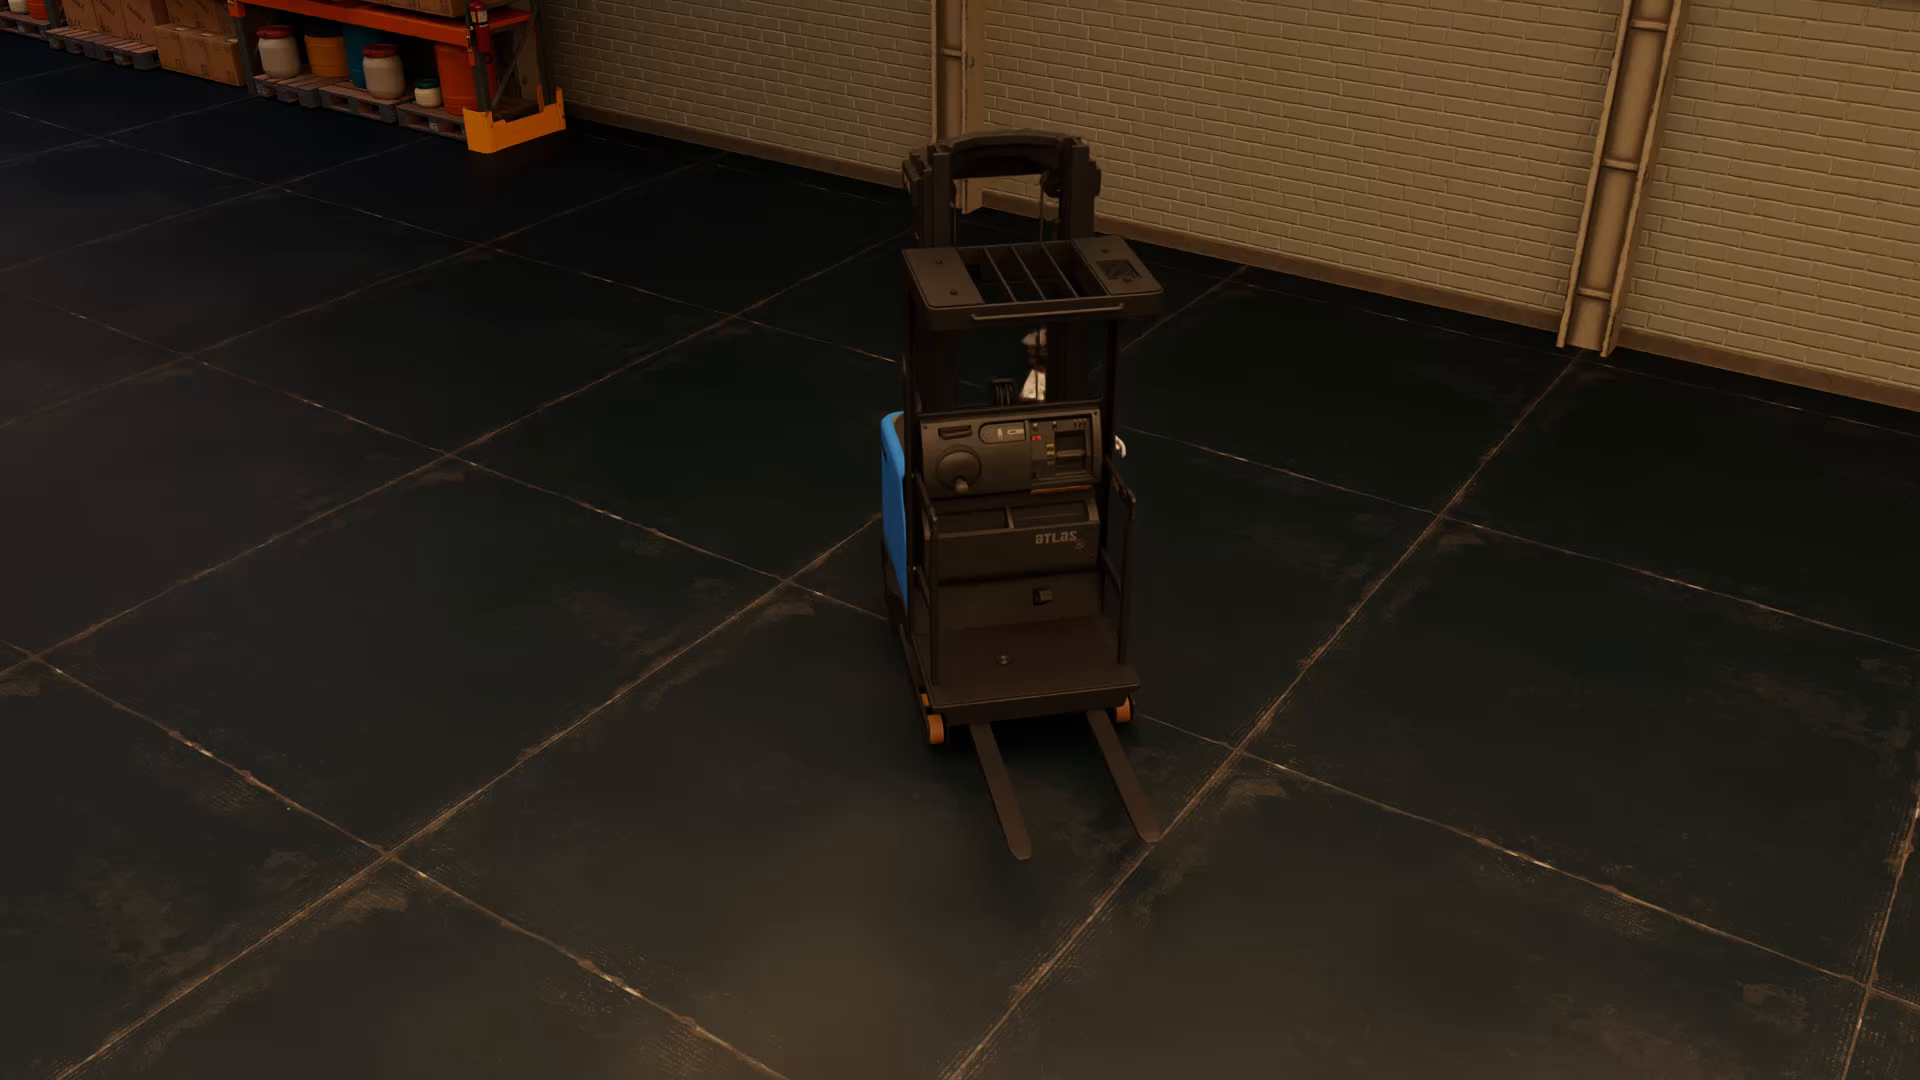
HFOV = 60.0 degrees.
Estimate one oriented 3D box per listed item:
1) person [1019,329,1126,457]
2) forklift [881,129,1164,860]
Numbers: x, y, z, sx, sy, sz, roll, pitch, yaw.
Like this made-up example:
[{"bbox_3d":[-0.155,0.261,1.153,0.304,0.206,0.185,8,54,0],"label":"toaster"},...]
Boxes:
[{"bbox_3d":[0.556,-0.405,9.625,0.794,1.593,0.666,3,30,4],"label":"person"},{"bbox_3d":[0.306,-0.400,8.271,1.130,2.935,3.031,-5,31,-9],"label":"forklift"}]
